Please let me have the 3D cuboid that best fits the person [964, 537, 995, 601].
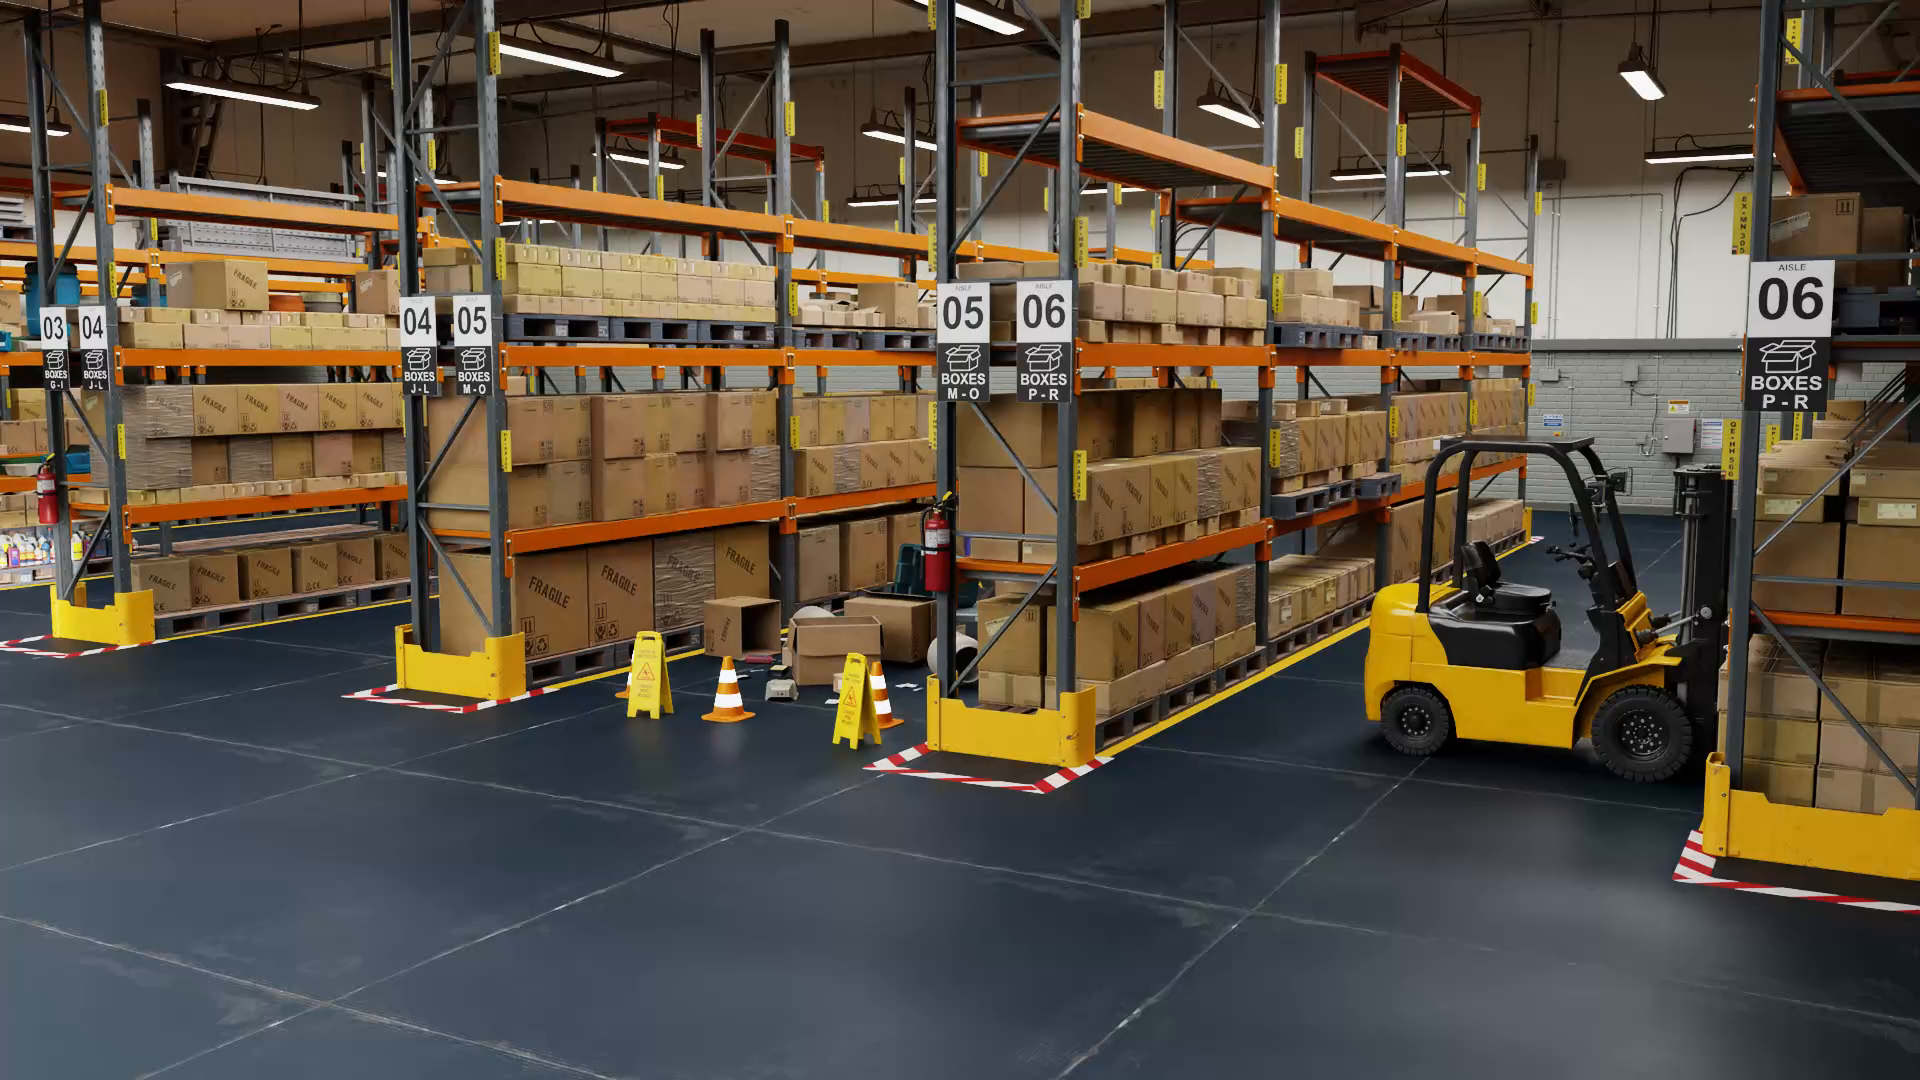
[{"bbox_3d":[0.249,0.269,18.429,0.503,0.919,0.828,3,7,29],"label":"person"}]
